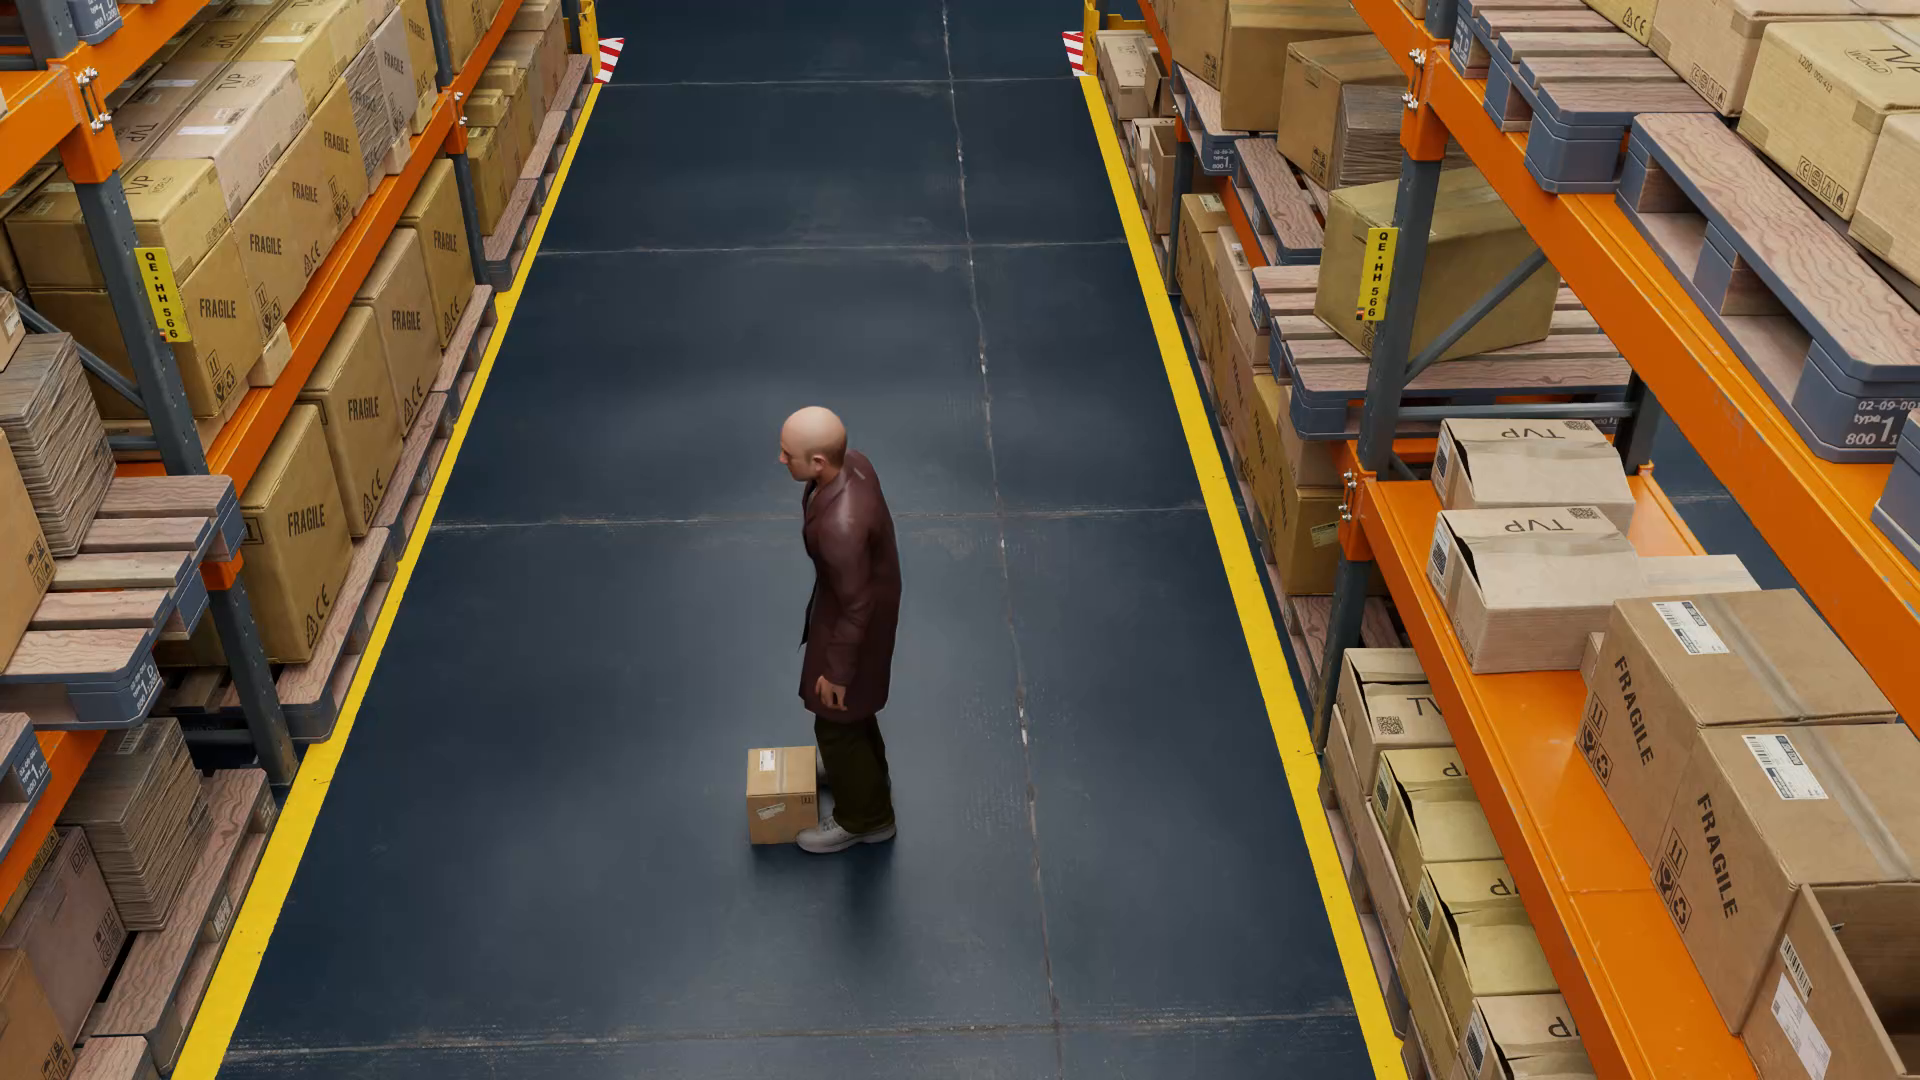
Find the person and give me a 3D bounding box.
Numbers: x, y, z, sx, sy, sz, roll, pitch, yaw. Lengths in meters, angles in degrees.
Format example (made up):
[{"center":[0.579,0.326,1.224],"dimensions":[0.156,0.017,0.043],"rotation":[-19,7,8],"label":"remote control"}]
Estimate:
[{"center":[-0.405,0.308,5.715],"dimensions":[0.416,1.774,0.653],"rotation":[-2,35,-3],"label":"person"}]
